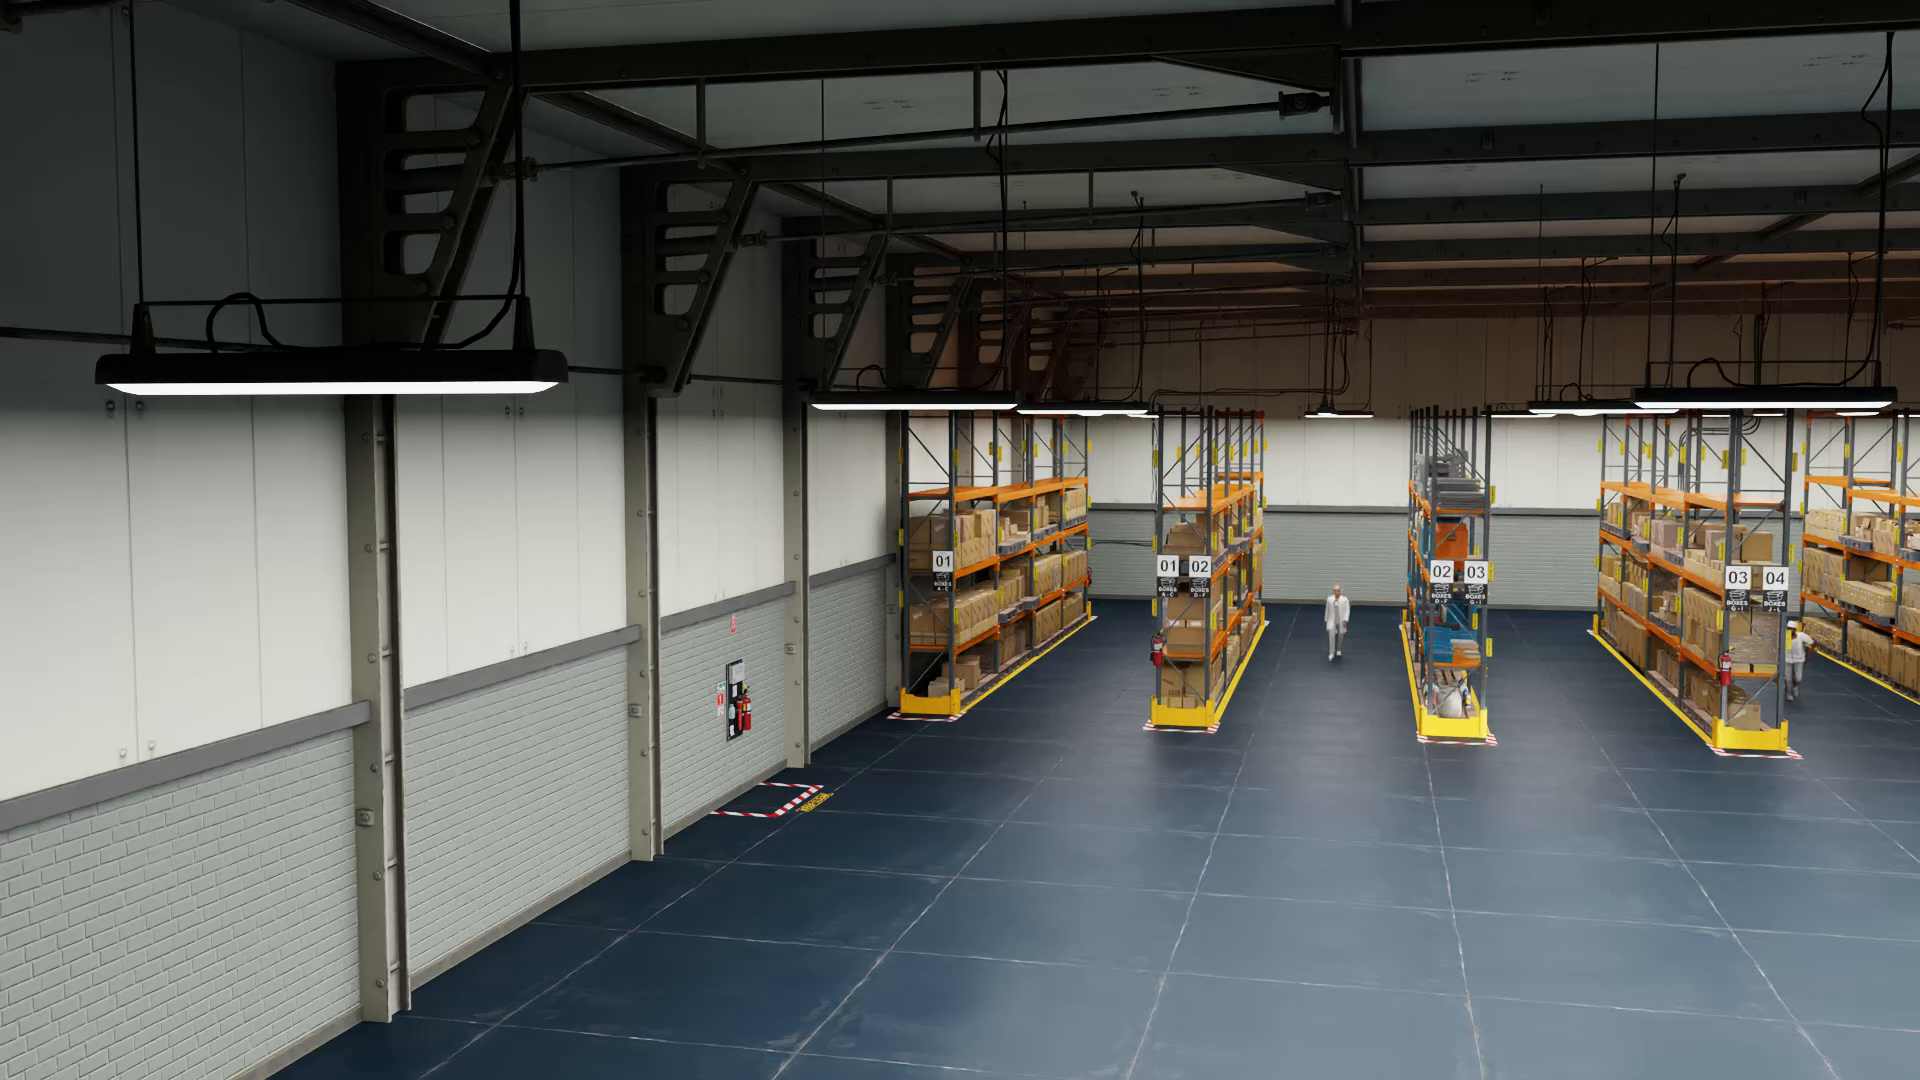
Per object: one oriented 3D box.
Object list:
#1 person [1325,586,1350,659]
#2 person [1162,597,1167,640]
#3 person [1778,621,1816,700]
[{"bbox_3d":[9.072,1.968,39.949,0.576,1.717,1.114,1,4,9],"label":"person"},{"bbox_3d":[5.482,1.761,43.554,0.469,1.621,1.031,1,4,14],"label":"person"},{"bbox_3d":[17.016,2.459,33.917,0.753,1.665,0.684,2,4,24],"label":"person"}]
